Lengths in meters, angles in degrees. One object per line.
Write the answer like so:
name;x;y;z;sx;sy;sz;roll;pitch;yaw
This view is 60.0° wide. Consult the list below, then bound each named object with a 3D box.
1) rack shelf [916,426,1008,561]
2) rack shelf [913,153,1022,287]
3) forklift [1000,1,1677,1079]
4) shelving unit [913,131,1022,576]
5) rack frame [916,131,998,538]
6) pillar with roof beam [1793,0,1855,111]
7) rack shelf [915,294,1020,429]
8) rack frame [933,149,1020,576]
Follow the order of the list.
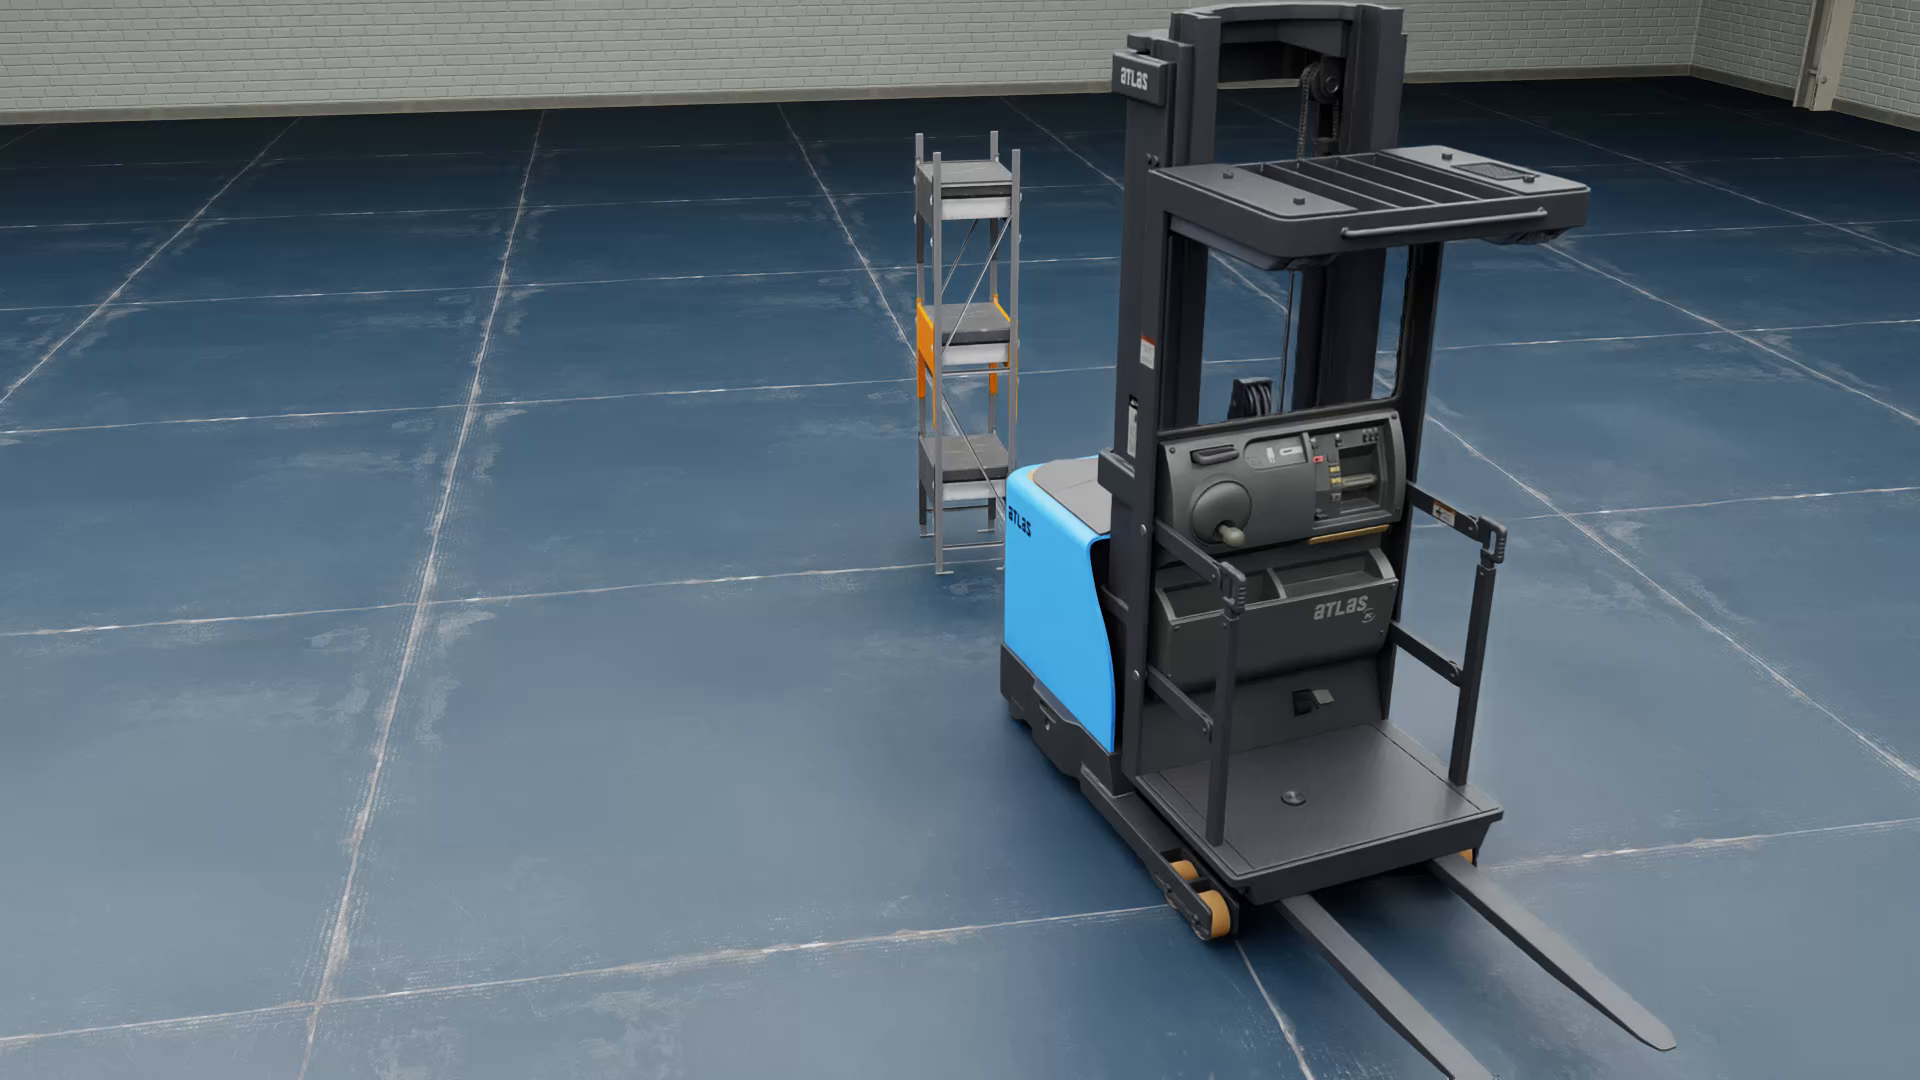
rack shelf;0.031;-0.243;8.466;0.431;0.518;0.480;-4;24;-10
rack shelf;0.031;-1.526;7.906;0.431;0.518;0.480;-4;24;-10
forklift;1.201;-0.179;5.497;1.130;2.935;3.031;-9;25;-20
shelving unit;0.031;-0.897;8.181;0.431;2.100;0.503;-4;24;-10
rack frame;-0.015;-0.993;8.400;0.400;2.100;0.015;-4;24;-10
pillar with roof beam;6.841;-9.415;19.064;9.100;9.000;0.400;-4;24;-10
rack shelf;0.031;-0.885;8.186;0.431;0.518;0.480;-4;24;-10
rack frame;0.076;-0.801;7.961;0.400;2.100;0.015;-4;24;-10
